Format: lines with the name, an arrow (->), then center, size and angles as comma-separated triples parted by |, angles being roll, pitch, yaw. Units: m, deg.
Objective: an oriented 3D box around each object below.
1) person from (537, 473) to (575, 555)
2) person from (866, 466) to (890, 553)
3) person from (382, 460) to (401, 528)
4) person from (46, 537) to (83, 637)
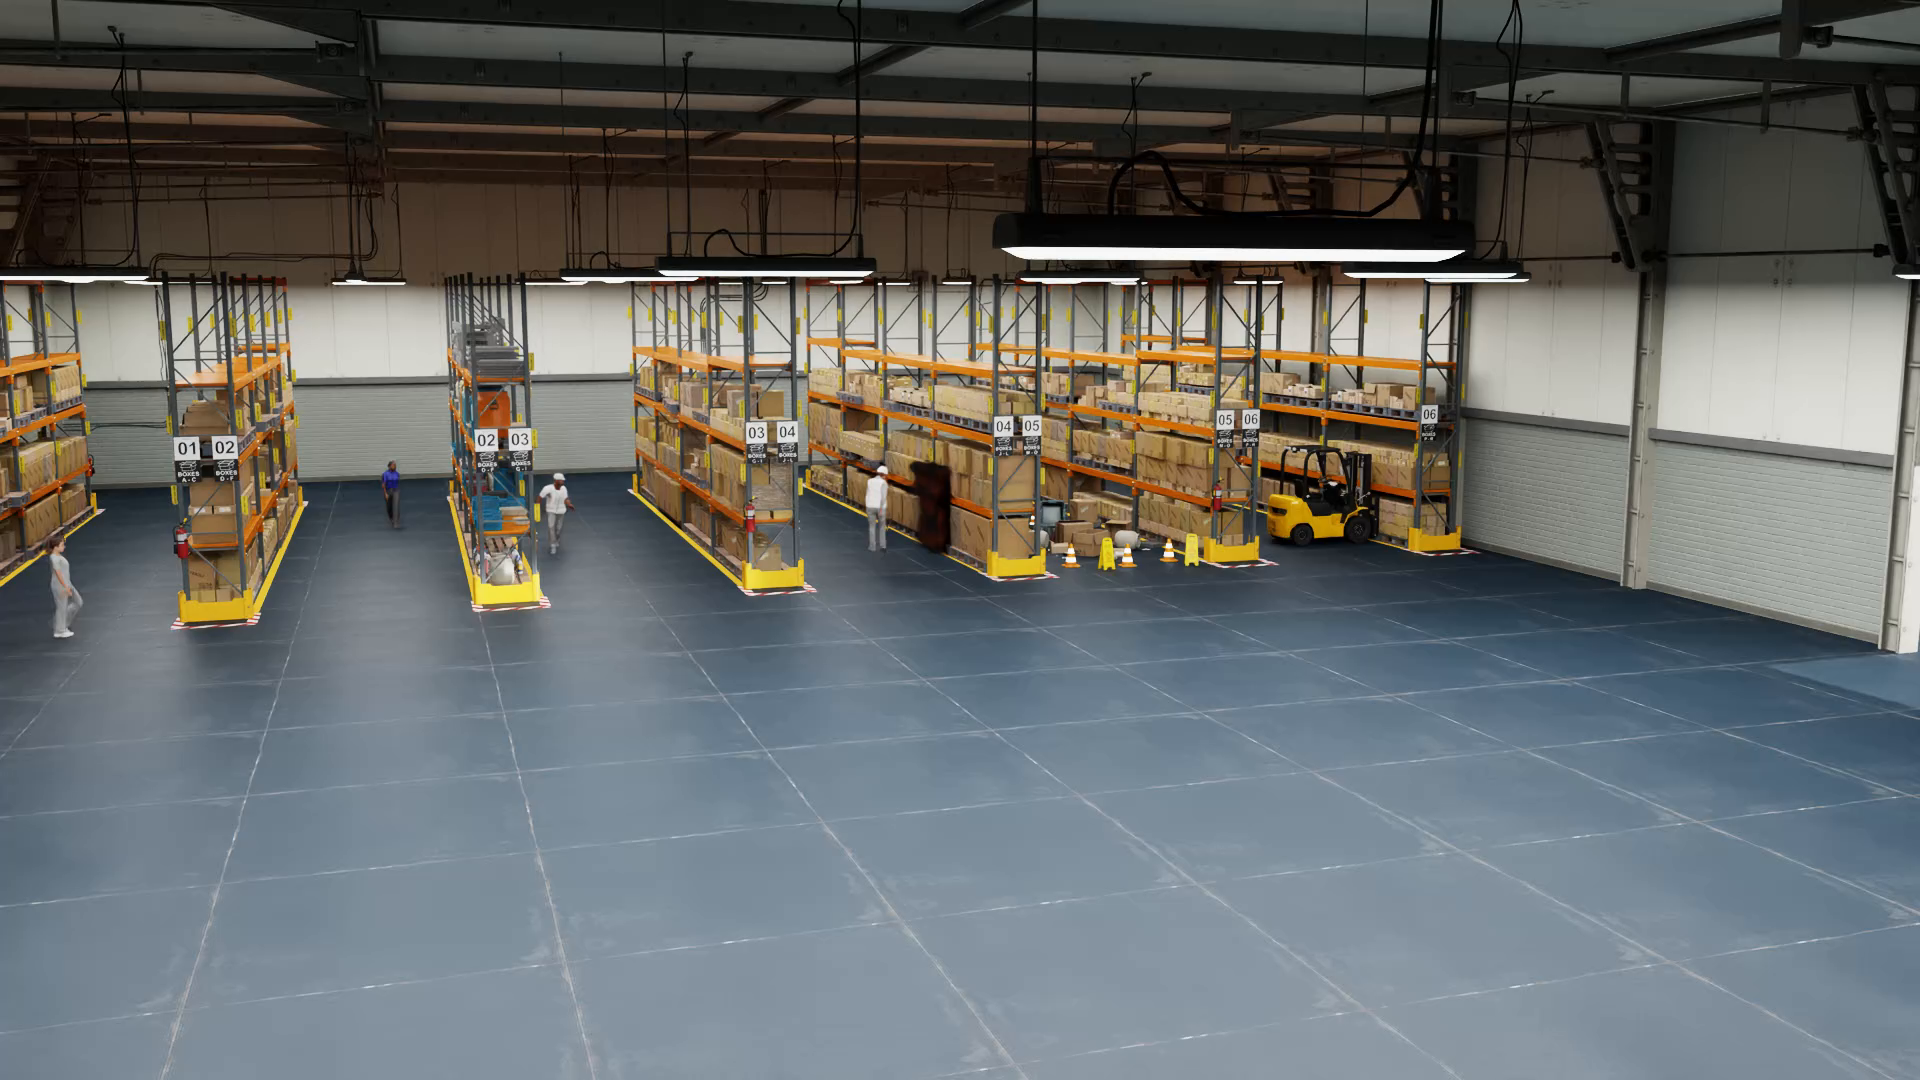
person -> -8.874, -0.606, 36.471 | 0.816, 1.740, 0.992 | -3, 9, -18
person -> -1.724, -0.609, 34.587 | 0.519, 1.851, 0.577 | 1, 9, 6
person -> -13.712, -1.120, 40.135 | 0.402, 1.614, 0.928 | -2, 9, -13
person -> -14.726, 0.773, 27.305 | 0.438, 1.663, 0.471 | -1, 9, -9
